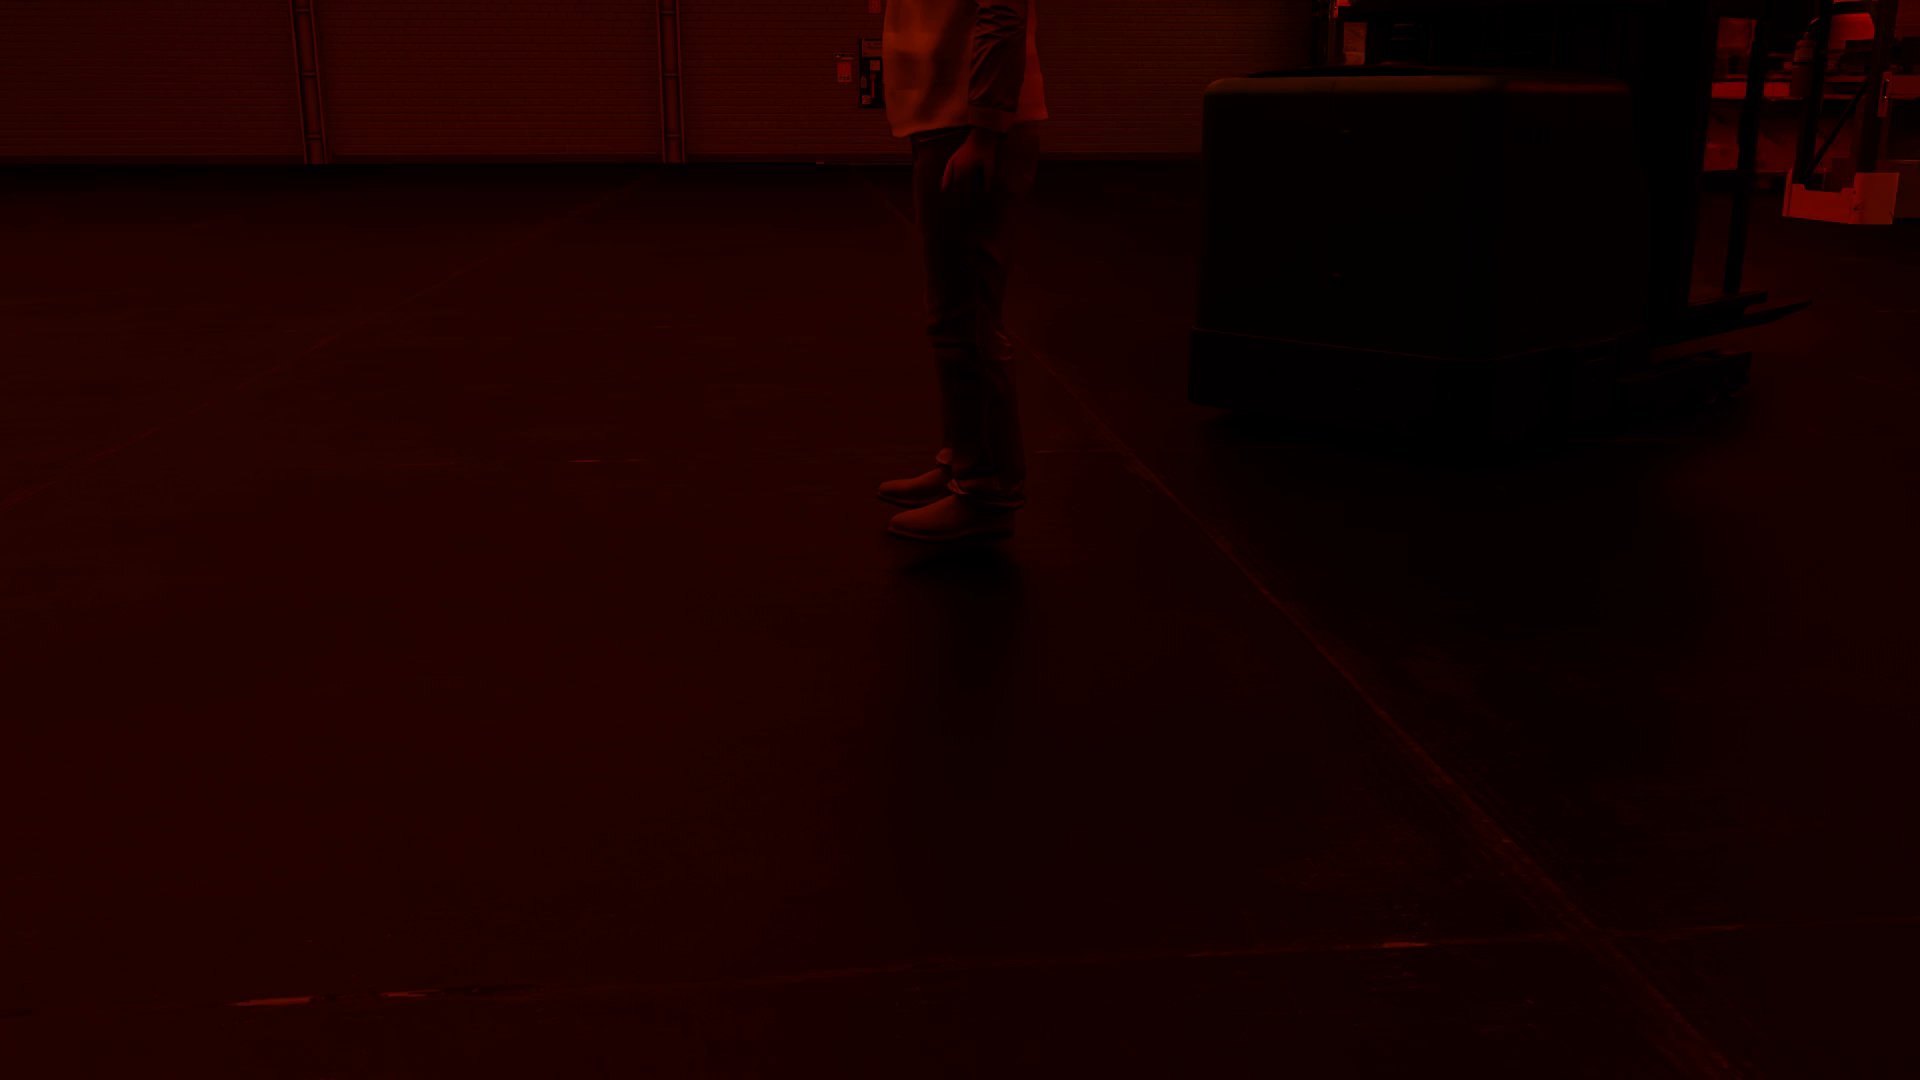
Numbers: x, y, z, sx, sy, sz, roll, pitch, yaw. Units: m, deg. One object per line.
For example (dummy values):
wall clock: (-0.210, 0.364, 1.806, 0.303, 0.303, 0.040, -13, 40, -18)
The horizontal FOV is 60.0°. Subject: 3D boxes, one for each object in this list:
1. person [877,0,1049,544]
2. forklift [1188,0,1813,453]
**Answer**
person: (0.001, -0.893, 3.691, 0.373, 1.775, 0.525, -1, 15, -5)
forklift: (2.142, -1.967, 5.654, 3.031, 2.935, 1.130, -14, 20, -42)
